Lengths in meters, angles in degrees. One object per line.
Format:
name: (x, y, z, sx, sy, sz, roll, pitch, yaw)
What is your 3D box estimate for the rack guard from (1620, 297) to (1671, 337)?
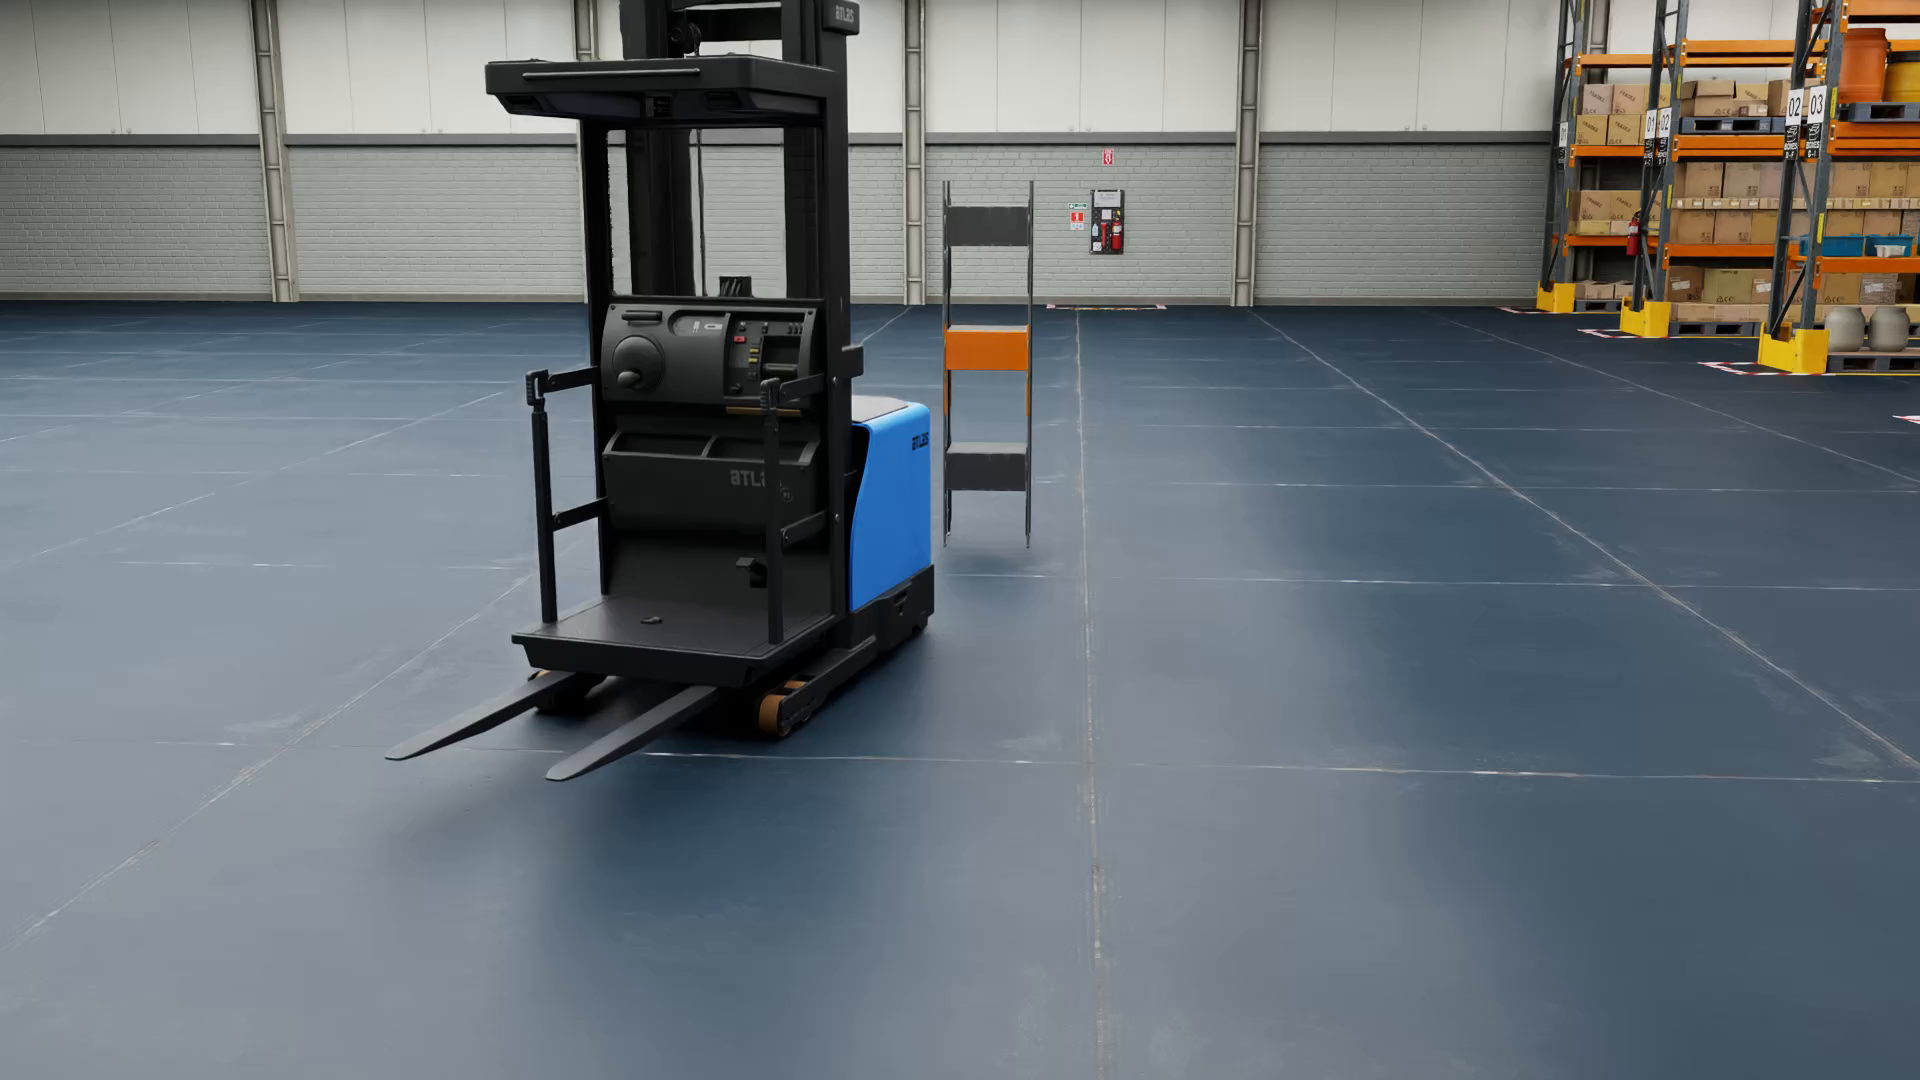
rack guard: (10.034, -3.275, 24.373, 0.348, 0.500, 1.175, 1, 12, 4)

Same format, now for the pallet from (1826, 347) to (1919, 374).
pallet: (10.612, -2.117, 19.546, 1.213, 0.211, 1.003, 1, 12, 4)

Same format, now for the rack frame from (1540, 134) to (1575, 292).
rack frame: (10.385, -5.510, 28.954, 0.127, 3.000, 1.000, 1, 12, 4)

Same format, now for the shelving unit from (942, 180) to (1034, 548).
shelving unit: (0.165, -1.025, 9.714, 0.503, 2.100, 0.431, 1, 12, 4)

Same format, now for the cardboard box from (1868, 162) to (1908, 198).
cardboard box: (13.102, -5.138, 23.765, 0.500, 0.500, 0.700, 1, 12, 4)

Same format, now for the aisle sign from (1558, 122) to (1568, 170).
aisle sign: (10.293, -6.722, 28.399, 0.004, 0.787, 0.394, 1, 12, 4)

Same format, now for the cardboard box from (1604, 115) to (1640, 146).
cardboard box: (11.236, -6.966, 28.298, 0.500, 0.500, 0.500, 2, 12, 8)

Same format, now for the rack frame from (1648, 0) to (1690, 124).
rack frame: (10.058, -7.434, 23.501, 0.127, 3.000, 1.000, 1, 12, 4)

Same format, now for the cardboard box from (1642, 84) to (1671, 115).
cardboard box: (11.763, -7.449, 28.165, 0.500, 0.500, 0.500, 1, 12, 5)

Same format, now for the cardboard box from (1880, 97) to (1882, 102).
cardboard box: (13.025, -6.210, 23.824, 0.500, 0.311, 0.500, 0, 12, 1)

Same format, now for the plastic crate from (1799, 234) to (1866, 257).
plastic crate: (10.243, -3.467, 19.553, 0.616, 0.251, 0.499, 1, 12, 4)

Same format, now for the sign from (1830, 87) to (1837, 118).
sign: (9.682, -4.846, 18.433, 0.005, 0.325, 0.100, 1, 12, 4)

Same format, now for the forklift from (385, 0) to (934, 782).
forklift: (-1.081, -0.775, 6.487, 1.130, 2.935, 3.031, 4, 12, 18)

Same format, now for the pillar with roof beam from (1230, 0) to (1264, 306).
pillar with roof beam: (4.867, -7.816, 25.326, 0.400, 9.000, 9.100, 1, 12, 4)

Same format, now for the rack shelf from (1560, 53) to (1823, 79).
rack shelf: (12.381, -8.065, 28.282, 4.000, 0.370, 1.077, 1, 12, 4)

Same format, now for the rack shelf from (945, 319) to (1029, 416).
rack shelf: (0.165, -1.012, 9.717, 0.480, 0.518, 0.431, 1, 12, 4)

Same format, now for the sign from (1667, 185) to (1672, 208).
sign: (10.015, -4.847, 23.477, 0.005, 0.325, 0.100, 1, 12, 4)

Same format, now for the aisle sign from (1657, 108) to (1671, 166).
aisle sign: (9.972, -5.709, 23.554, 0.004, 0.787, 0.394, 1, 12, 4)

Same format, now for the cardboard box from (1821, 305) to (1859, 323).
cardboard box: (12.574, -3.277, 23.970, 0.500, 0.250, 0.500, 1, 12, 4)

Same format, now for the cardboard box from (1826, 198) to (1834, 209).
cardboard box: (12.231, -4.790, 23.685, 0.250, 0.149, 0.380, 1, 12, 6)

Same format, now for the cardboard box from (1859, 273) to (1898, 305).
cardboard box: (13.074, -3.641, 23.876, 0.500, 0.500, 0.500, 1, 12, 4)

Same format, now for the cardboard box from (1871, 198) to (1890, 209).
cardboard box: (12.993, -4.780, 23.635, 0.250, 0.149, 0.380, 1, 12, 4)

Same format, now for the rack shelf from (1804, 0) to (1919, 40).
rack shelf: (11.719, -5.847, 18.648, 4.000, 0.370, 1.077, 1, 12, 4)

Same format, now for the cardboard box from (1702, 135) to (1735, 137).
cardboard box: (12.797, -6.948, 28.209, 0.500, 0.500, 0.500, 0, 12, 2)

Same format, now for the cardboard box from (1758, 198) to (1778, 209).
cardboard box: (11.465, -4.801, 23.737, 0.250, 0.149, 0.380, 0, 12, 2)

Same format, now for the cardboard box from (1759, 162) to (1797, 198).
cardboard box: (11.604, -5.159, 23.865, 0.500, 0.500, 0.700, 1, 12, 4)

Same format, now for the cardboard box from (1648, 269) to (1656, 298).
cardboard box: (12.367, -4.446, 28.897, 0.500, 0.500, 0.700, 0, 12, 0)

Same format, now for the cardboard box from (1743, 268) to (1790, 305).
cardboard box: (11.577, -3.661, 23.974, 0.500, 0.500, 0.500, 1, 12, 4)

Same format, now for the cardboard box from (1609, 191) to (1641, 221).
cardboard box: (11.334, -5.736, 28.523, 0.500, 0.500, 0.500, 1, 12, 4)

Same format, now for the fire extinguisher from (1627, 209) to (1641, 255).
fire extinguisher: (9.971, -4.556, 24.585, 0.183, 0.674, 0.296, 1, 12, 4)

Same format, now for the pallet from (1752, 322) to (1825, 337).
pallet: (12.038, -3.114, 24.309, 1.213, 0.211, 1.003, 1, 12, 4)

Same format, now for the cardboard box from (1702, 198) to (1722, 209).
cardboard box: (10.699, -4.812, 23.788, 0.250, 0.149, 0.380, 0, 12, 2)

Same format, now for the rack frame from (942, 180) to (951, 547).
rack frame: (-0.078, -1.029, 9.730, 0.015, 2.100, 0.400, 1, 12, 4)

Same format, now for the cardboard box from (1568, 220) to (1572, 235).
cardboard box: (10.865, -5.479, 29.126, 0.500, 0.250, 0.500, 1, 12, 5)

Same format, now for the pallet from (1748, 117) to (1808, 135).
pallet: (11.982, -5.892, 23.669, 1.213, 0.211, 1.003, 1, 12, 4)

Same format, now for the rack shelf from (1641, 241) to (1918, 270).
rack shelf: (12.054, -4.118, 24.058, 4.000, 0.370, 1.077, 1, 12, 4)

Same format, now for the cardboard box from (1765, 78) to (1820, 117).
cardboard box: (11.697, -6.210, 23.365, 0.500, 0.500, 0.500, 1, 12, 4)

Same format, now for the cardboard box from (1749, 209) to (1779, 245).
cardboard box: (11.542, -4.524, 23.994, 0.500, 0.500, 0.700, 1, 12, 4)

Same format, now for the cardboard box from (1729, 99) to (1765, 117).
cardboard box: (11.225, -6.205, 23.948, 0.500, 0.250, 0.500, 1, 12, 4)

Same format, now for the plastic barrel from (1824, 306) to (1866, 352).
plastic barrel: (10.385, -2.480, 19.521, 0.421, 0.512, 0.421, 0, 12, 0)

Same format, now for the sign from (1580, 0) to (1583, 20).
sign: (10.349, -8.831, 27.706, 0.005, 0.325, 0.100, 1, 12, 4)

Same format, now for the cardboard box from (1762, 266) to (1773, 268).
cardboard box: (12.111, -3.760, 24.448, 0.500, 0.500, 0.500, 1, 12, 4)

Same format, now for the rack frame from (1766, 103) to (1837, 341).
rack frame: (9.723, -3.486, 19.278, 0.127, 3.000, 1.000, 1, 12, 4)

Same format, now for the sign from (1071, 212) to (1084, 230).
sign: (2.147, -5.847, 30.477, 0.234, 0.329, 0.001, 1, 12, 4)

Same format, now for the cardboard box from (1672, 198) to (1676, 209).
cardboard box: (10.452, -4.898, 24.200, 0.250, 0.149, 0.380, 1, 12, 3)

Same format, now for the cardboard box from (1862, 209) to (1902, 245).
cardboard box: (13.079, -4.503, 23.895, 0.500, 0.500, 0.700, 1, 12, 3)

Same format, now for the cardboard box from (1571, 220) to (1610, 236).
cardboard box: (10.851, -5.375, 28.625, 0.500, 0.250, 0.500, 0, 12, 2)

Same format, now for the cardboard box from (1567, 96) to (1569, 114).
cardboard box: (10.833, -7.574, 28.759, 0.500, 0.500, 0.500, 1, 12, 6)

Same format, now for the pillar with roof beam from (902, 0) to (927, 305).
pillar with roof beam: (-1.119, -7.898, 25.719, 0.400, 9.000, 9.100, 1, 12, 4)

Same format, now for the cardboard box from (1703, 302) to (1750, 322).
cardboard box: (11.077, -3.299, 24.072, 0.500, 0.250, 0.500, 1, 12, 4)
